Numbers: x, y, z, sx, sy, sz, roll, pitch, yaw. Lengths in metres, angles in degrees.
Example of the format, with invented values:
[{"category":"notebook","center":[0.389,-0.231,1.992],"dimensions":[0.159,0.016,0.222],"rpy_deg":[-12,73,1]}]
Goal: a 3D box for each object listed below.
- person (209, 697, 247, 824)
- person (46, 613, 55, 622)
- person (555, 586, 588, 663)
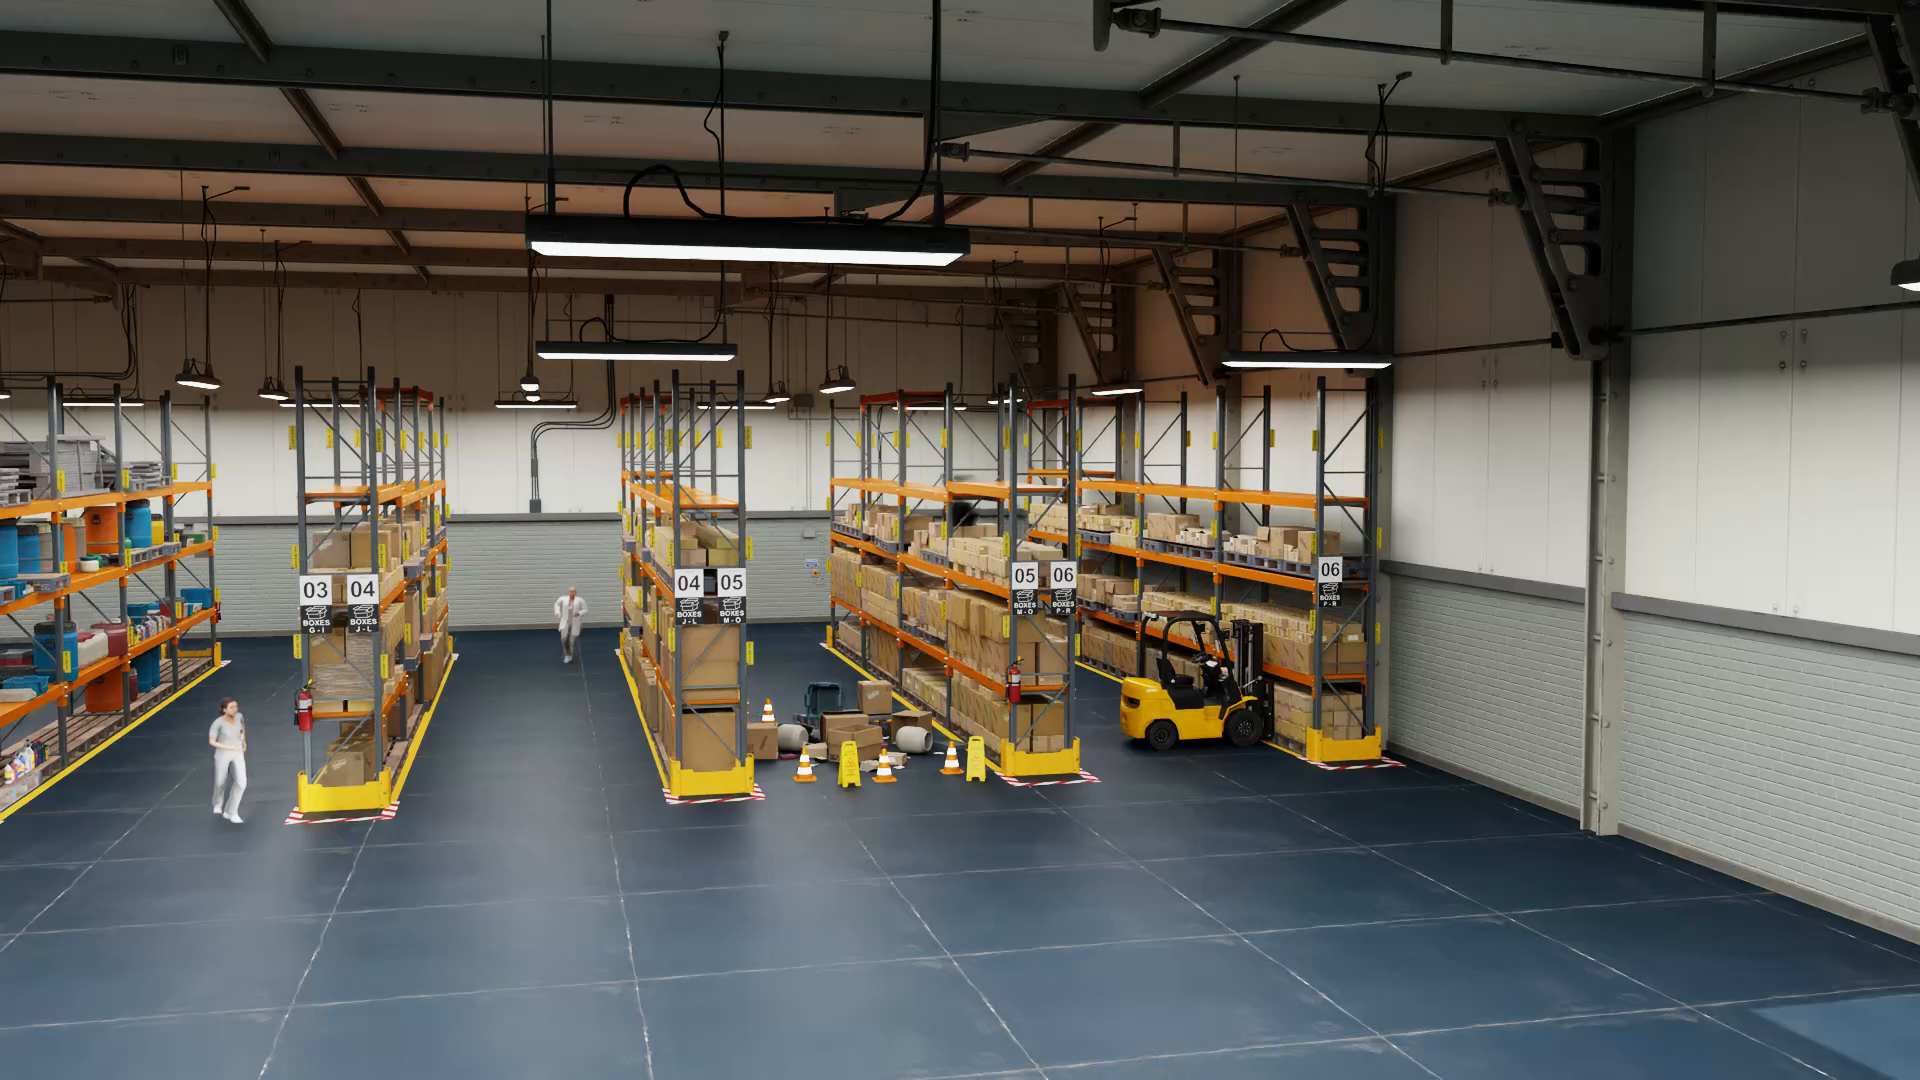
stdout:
[{"category":"person","center":[-9.689,2.881,21.953],"dimensions":[0.546,1.671,0.773],"rpy_deg":[-3,5,-42]},{"category":"person","center":[-17.820,2.234,32.689],"dimensions":[0.499,1.626,0.824],"rpy_deg":[-1,3,-9]},{"category":"person","center":[-8.790,1.914,37.641],"dimensions":[0.756,1.759,0.814],"rpy_deg":[0,3,-7]}]
